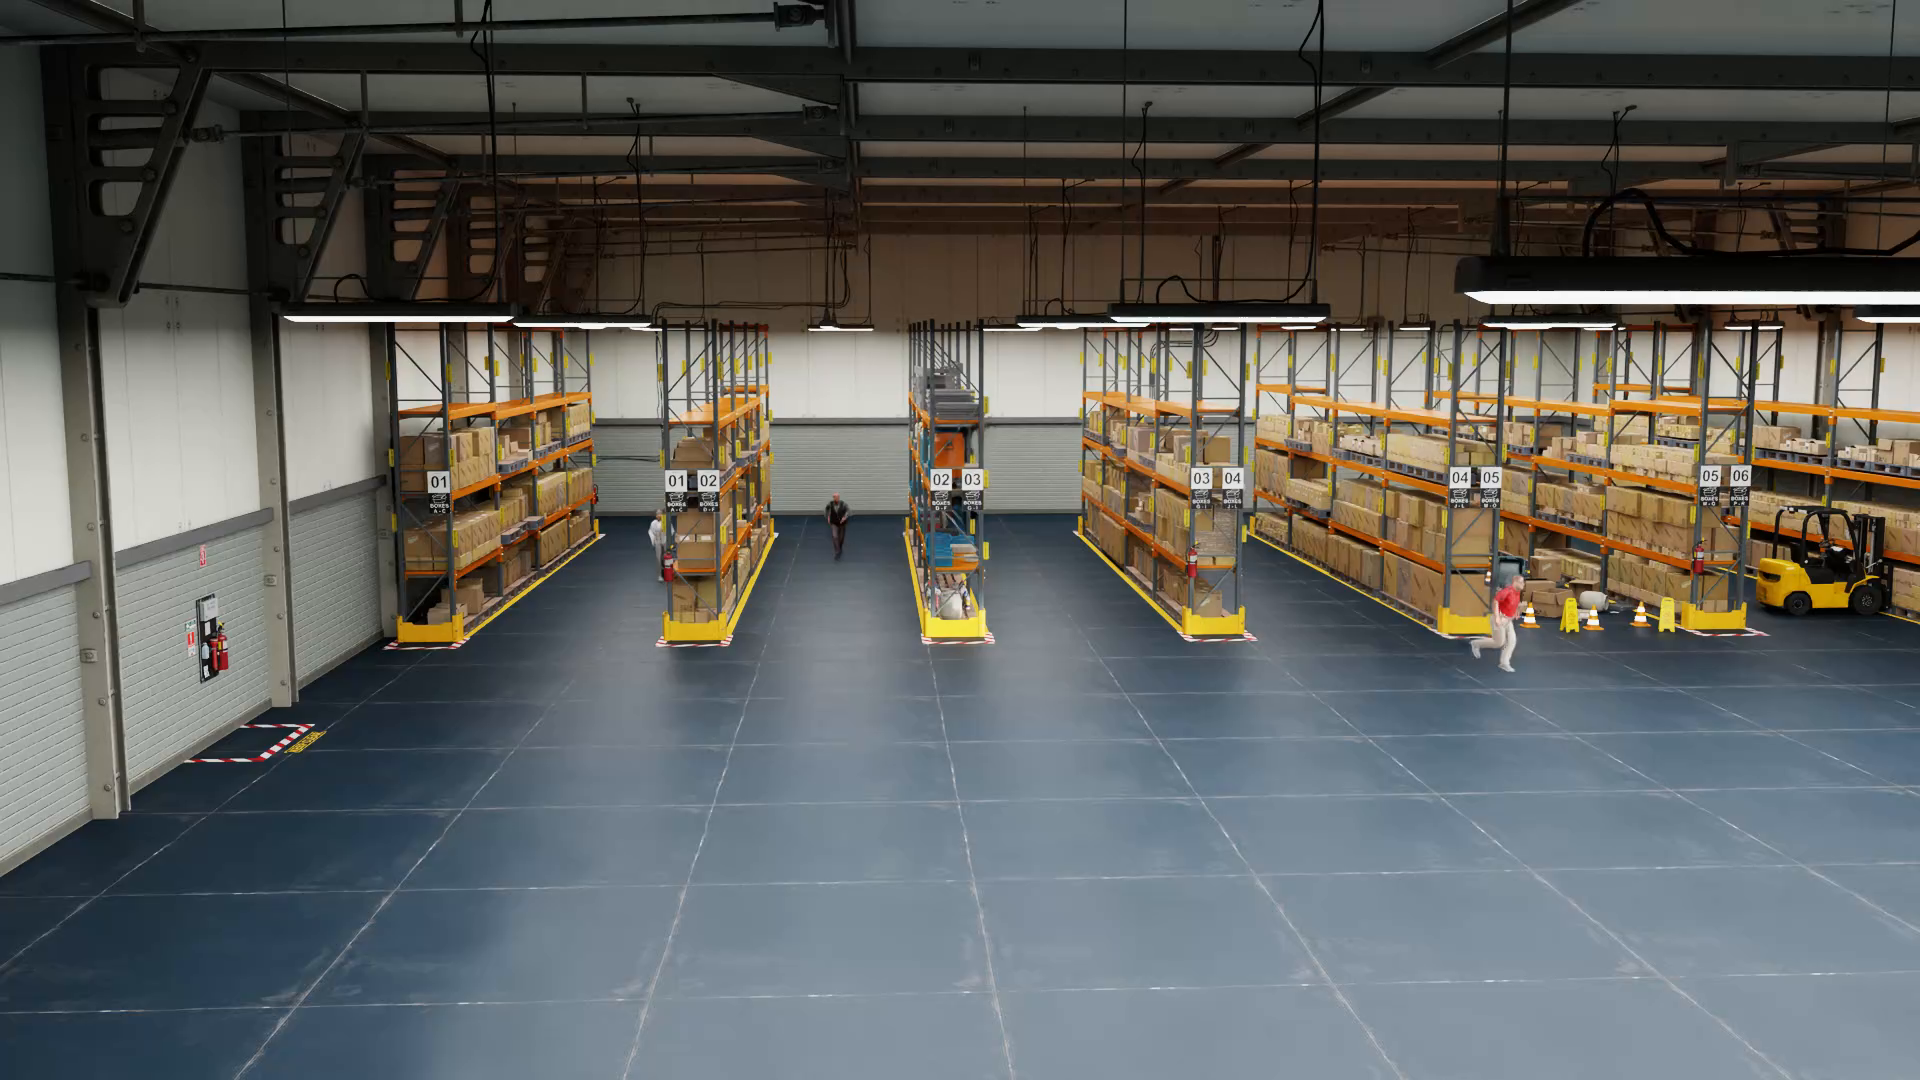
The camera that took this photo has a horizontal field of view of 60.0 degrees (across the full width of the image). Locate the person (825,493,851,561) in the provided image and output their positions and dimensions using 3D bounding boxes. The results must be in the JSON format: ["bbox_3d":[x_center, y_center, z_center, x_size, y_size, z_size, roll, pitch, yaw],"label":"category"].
[{"bbox_3d":[-3.136,-0.381,42.729,0.661,1.716,1.081,0,7,-3],"label":"person"}]

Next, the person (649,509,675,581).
[{"bbox_3d":[-6.983,0.092,38.980,0.616,1.708,0.734,0,7,-4],"label":"person"}]

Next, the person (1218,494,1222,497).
[{"bbox_3d":[7.665,-1.093,48.816,0.488,1.653,0.731,-6,9,-38],"label":"person"}]

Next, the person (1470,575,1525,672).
[{"bbox_3d":[9.229,1.411,28.554,0.883,1.686,0.632,5,9,36],"label":"person"}]
